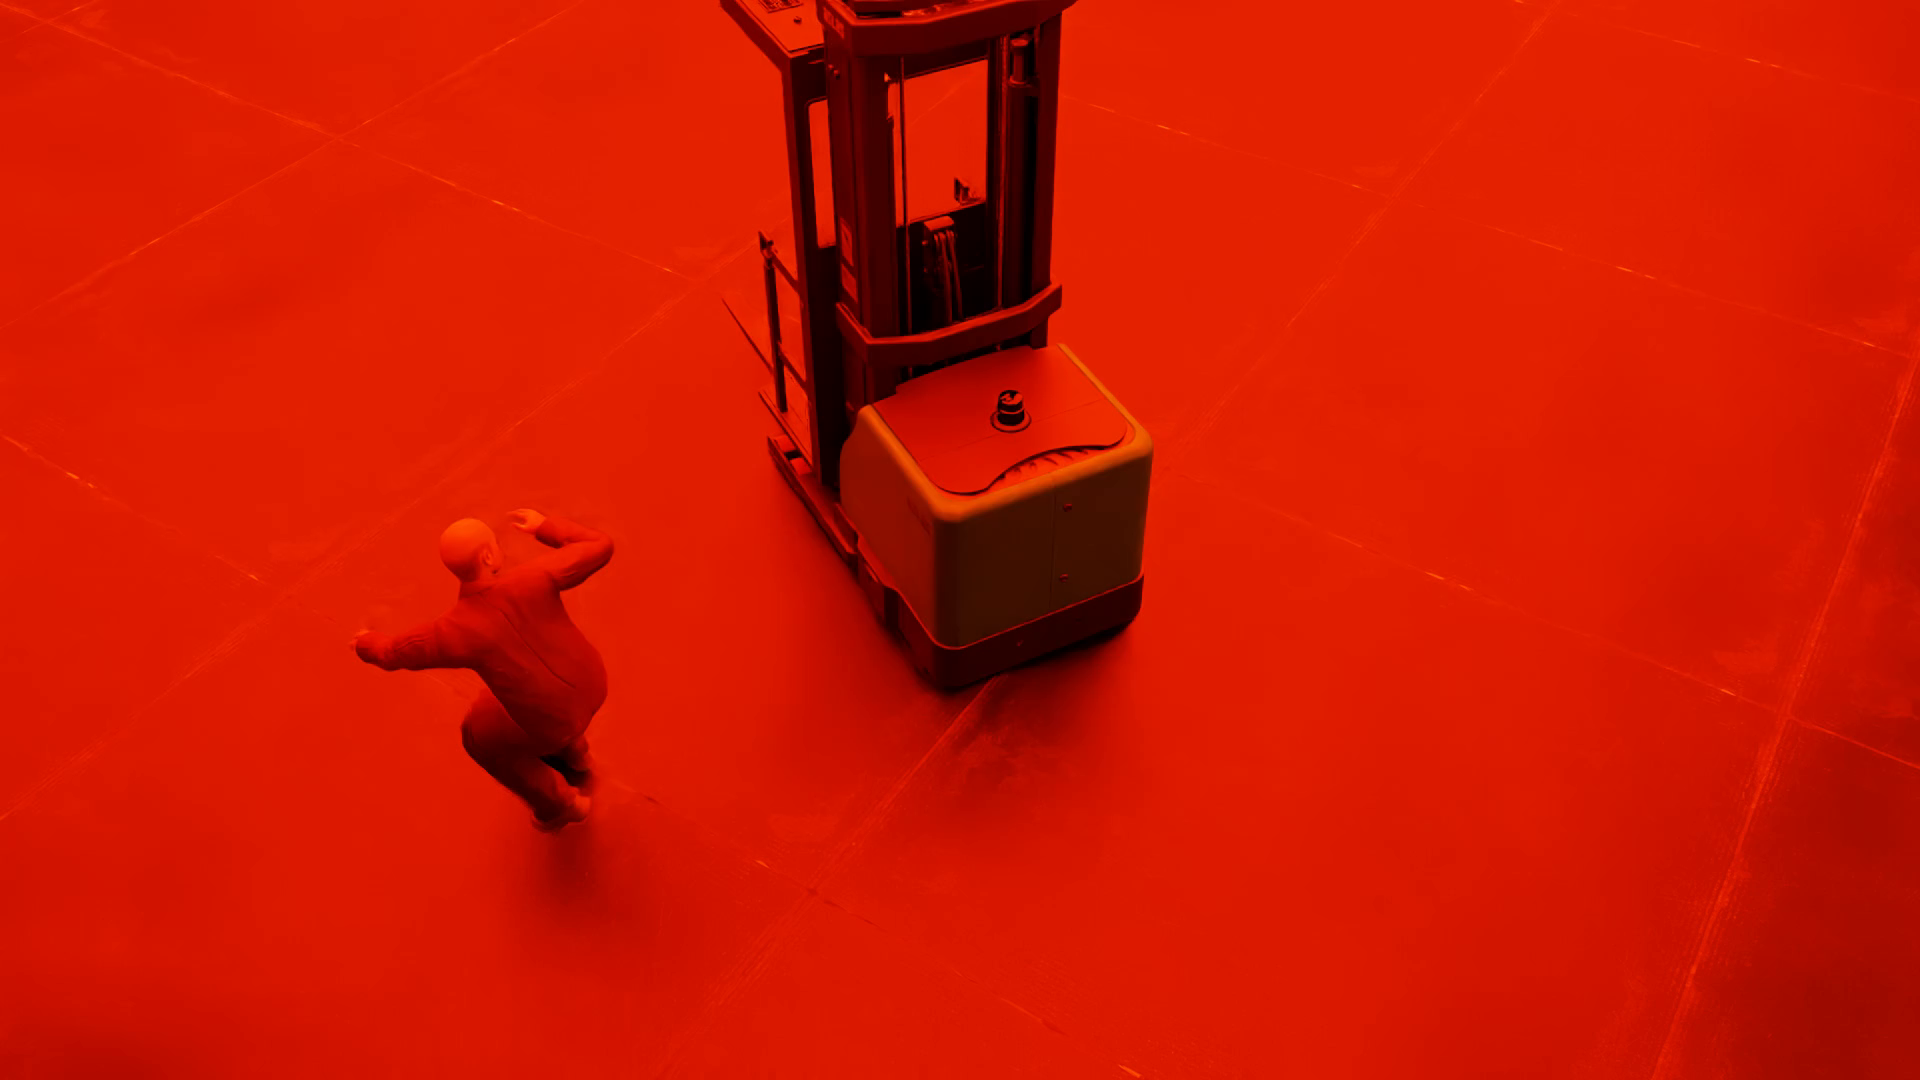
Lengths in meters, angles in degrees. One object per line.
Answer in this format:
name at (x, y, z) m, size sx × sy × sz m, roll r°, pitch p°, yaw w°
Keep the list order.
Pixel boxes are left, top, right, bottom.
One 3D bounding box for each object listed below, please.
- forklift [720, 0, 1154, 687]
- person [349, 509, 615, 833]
forklift at (-0.308, -1.440, 7.368) m, size 1.130 × 2.935 × 3.031 m, roll -20°, pitch 47°, yaw -20°
person at (-1.789, 0.435, 6.455) m, size 0.992 × 1.506 × 0.844 m, roll 26°, pitch 49°, yaw 25°
